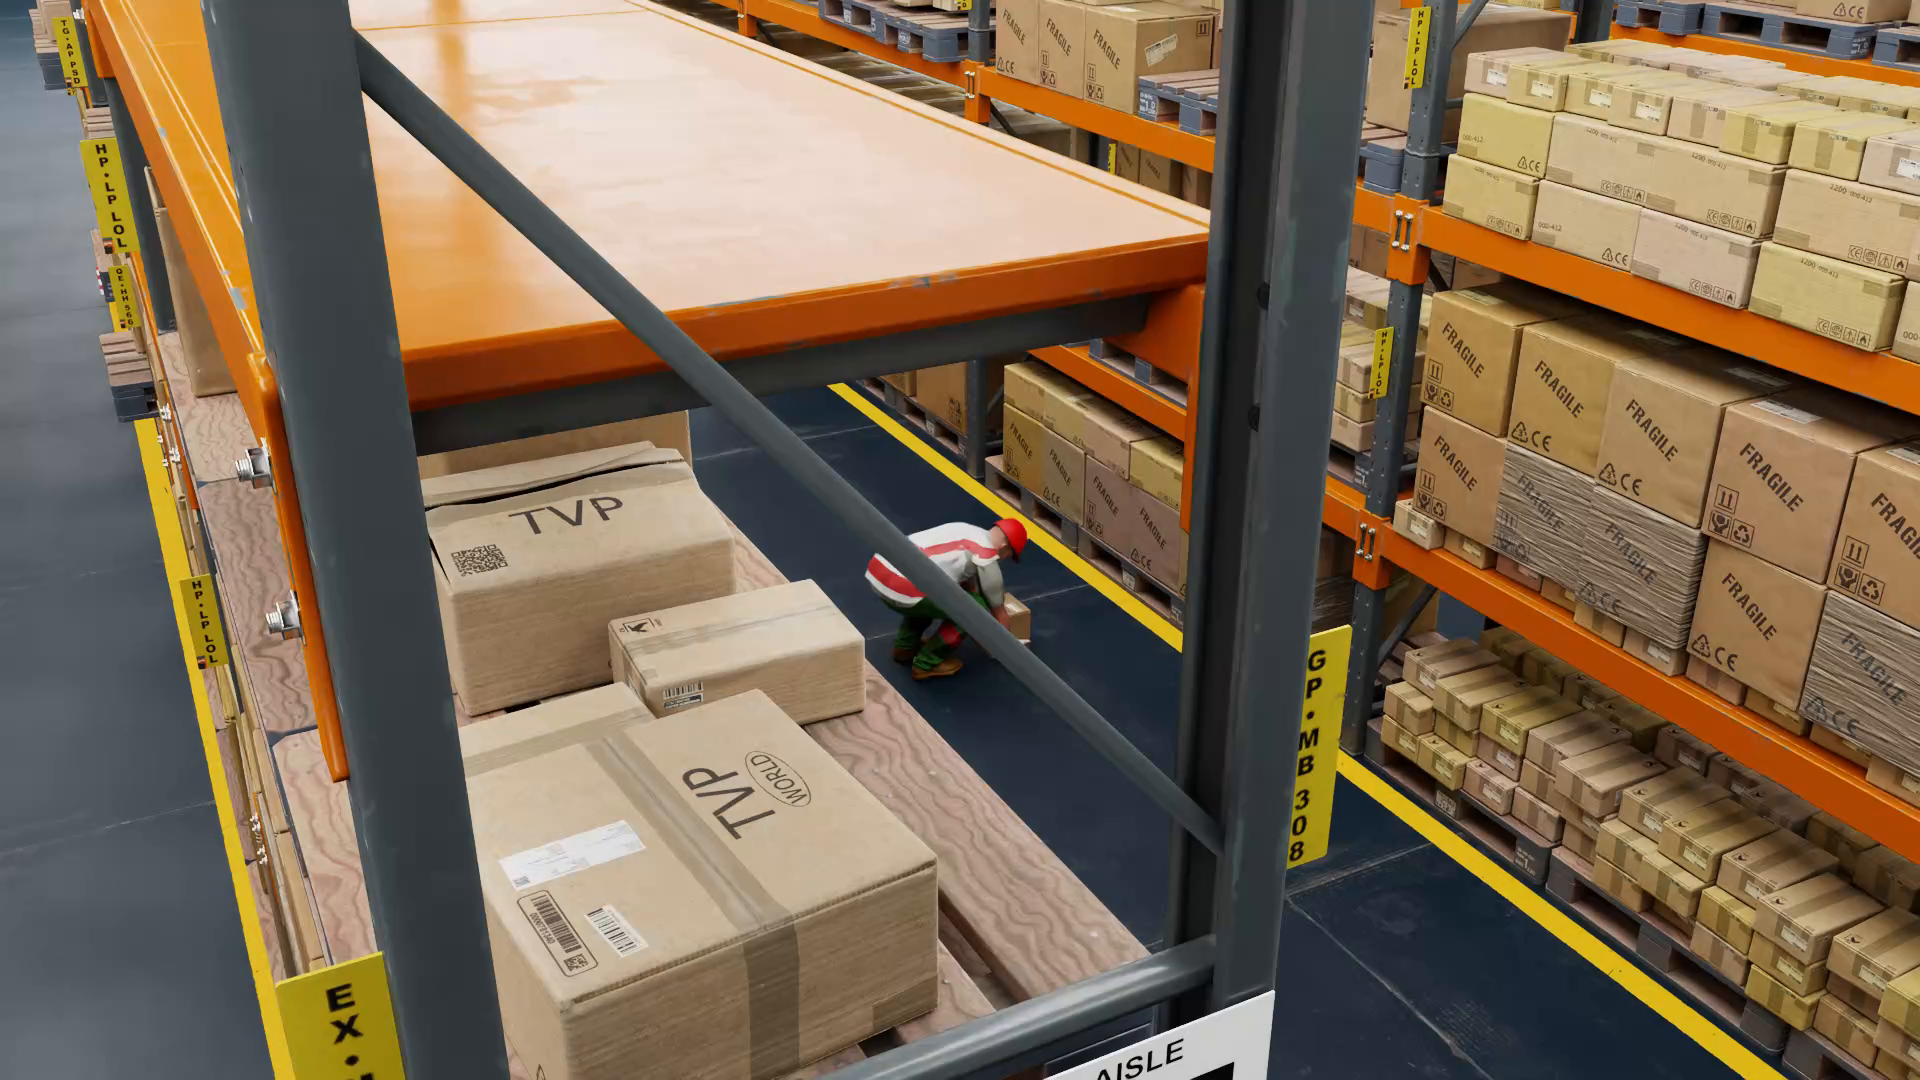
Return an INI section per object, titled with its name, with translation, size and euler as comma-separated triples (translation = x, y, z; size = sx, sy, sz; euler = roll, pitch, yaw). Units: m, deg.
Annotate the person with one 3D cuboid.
[person]
translation = -0.044, 0.312, 9.128
size = 0.964, 0.807, 0.516
euler = -14, 28, -26
